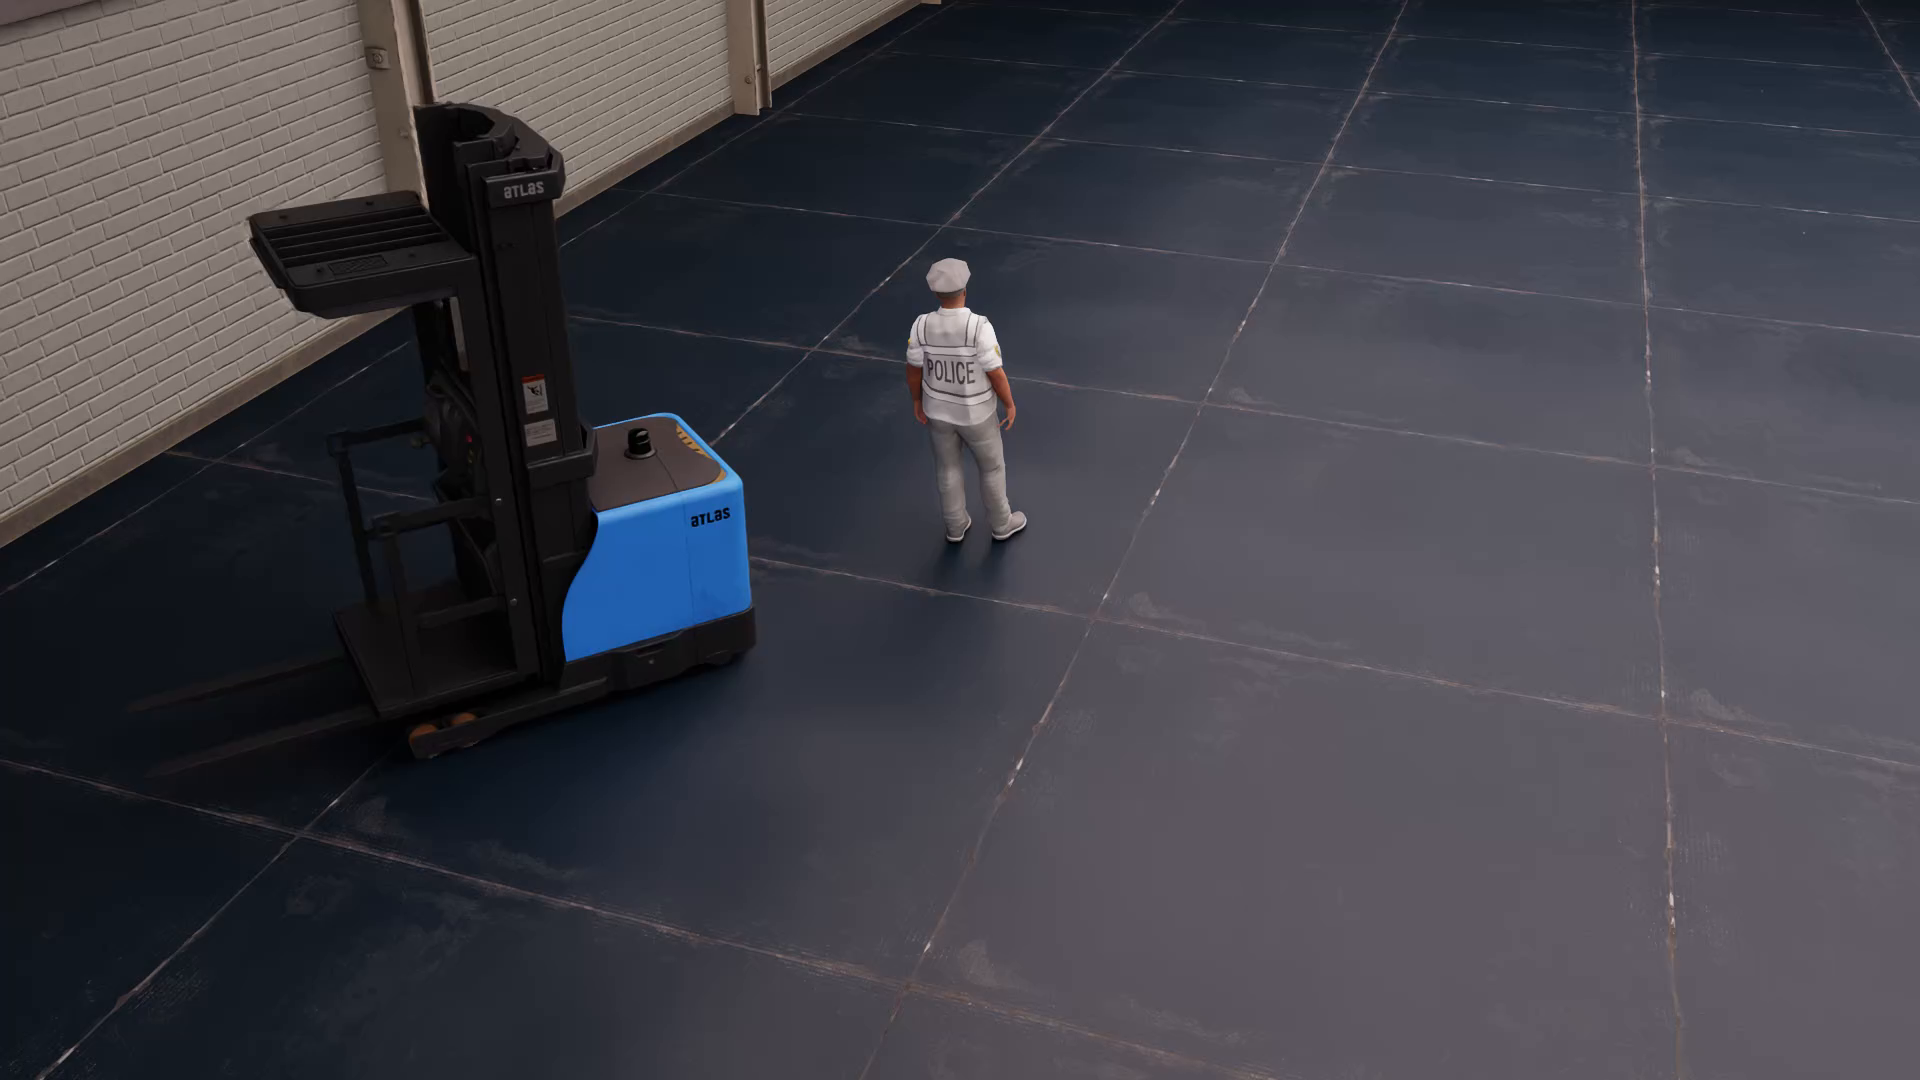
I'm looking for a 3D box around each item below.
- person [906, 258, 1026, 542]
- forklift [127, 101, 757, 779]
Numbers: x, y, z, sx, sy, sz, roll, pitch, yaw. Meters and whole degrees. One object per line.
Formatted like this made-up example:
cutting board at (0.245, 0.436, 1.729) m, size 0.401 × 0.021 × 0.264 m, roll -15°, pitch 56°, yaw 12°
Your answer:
person at (0.037, -0.815, 9.711) m, size 0.640 × 1.781 × 0.575 m, roll 10°, pitch 31°, yaw 16°
forklift at (-2.633, -0.493, 8.001) m, size 3.031 × 2.935 × 1.130 m, roll -16°, pitch 33°, yaw -26°
